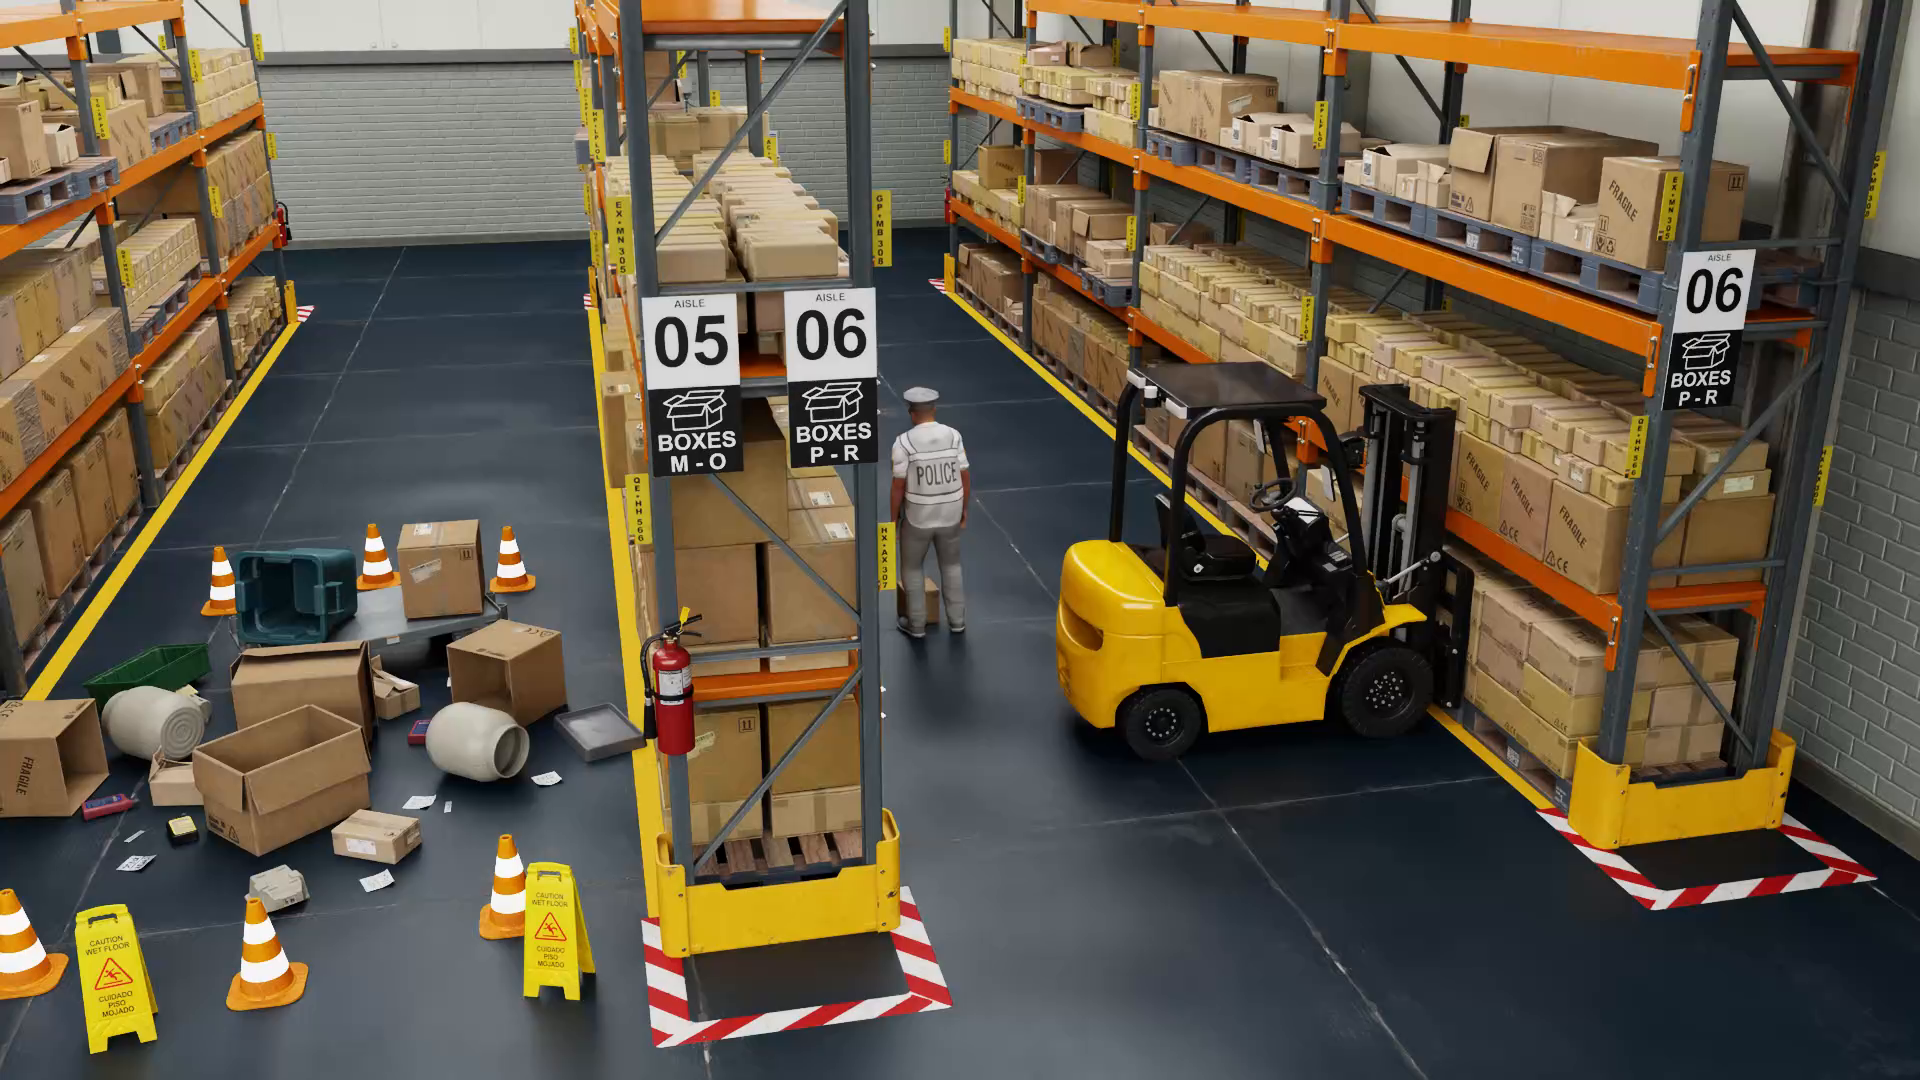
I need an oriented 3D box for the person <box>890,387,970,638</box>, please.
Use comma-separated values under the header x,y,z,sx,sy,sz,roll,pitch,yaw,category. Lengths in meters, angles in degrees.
x,y,z,sx,sy,sz,roll,pitch,yaw,category
-0.205,-0.172,11.545,0.595,1.746,0.439,-7,21,-19,person
